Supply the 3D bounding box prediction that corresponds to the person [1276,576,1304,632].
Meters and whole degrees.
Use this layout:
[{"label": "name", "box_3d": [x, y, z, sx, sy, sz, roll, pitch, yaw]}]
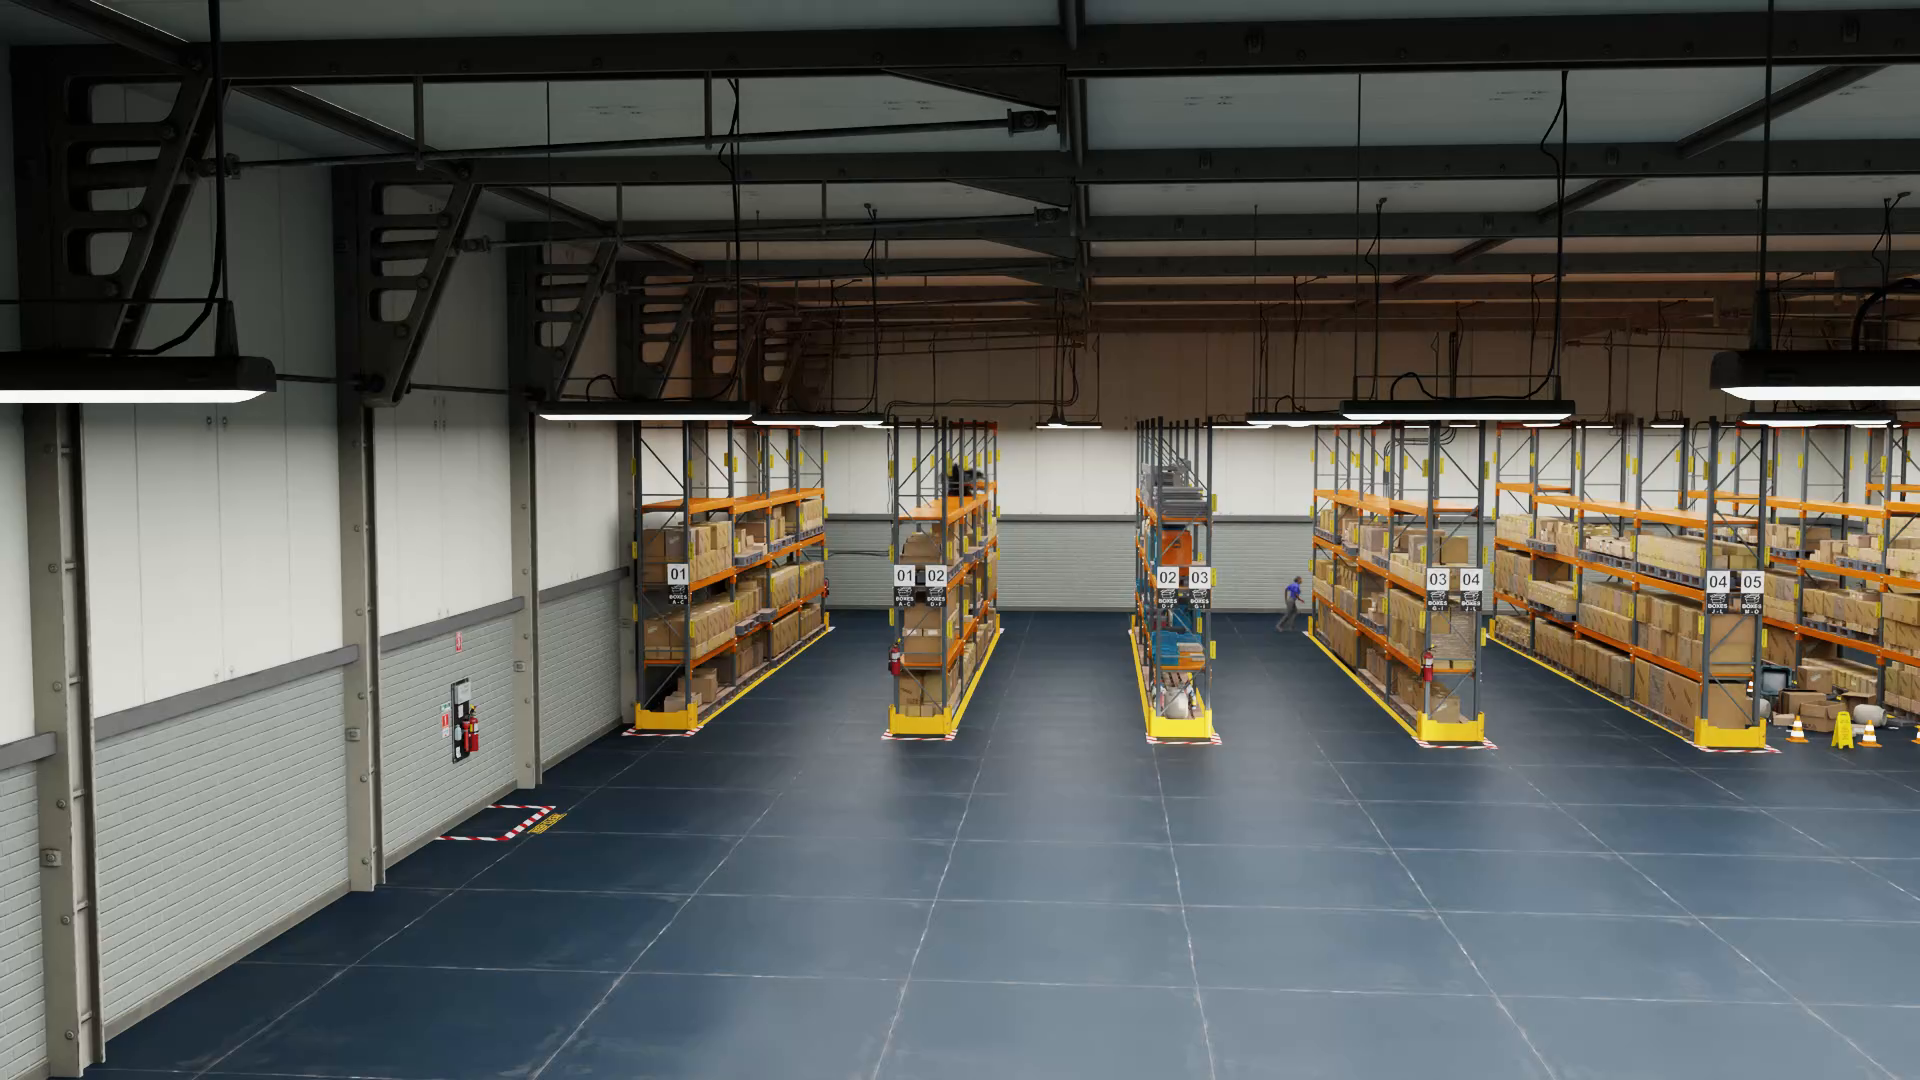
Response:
[{"label": "person", "box_3d": [9.419, 1.839, 47.578, 0.840, 1.619, 0.576, 0, 4, -2]}]
